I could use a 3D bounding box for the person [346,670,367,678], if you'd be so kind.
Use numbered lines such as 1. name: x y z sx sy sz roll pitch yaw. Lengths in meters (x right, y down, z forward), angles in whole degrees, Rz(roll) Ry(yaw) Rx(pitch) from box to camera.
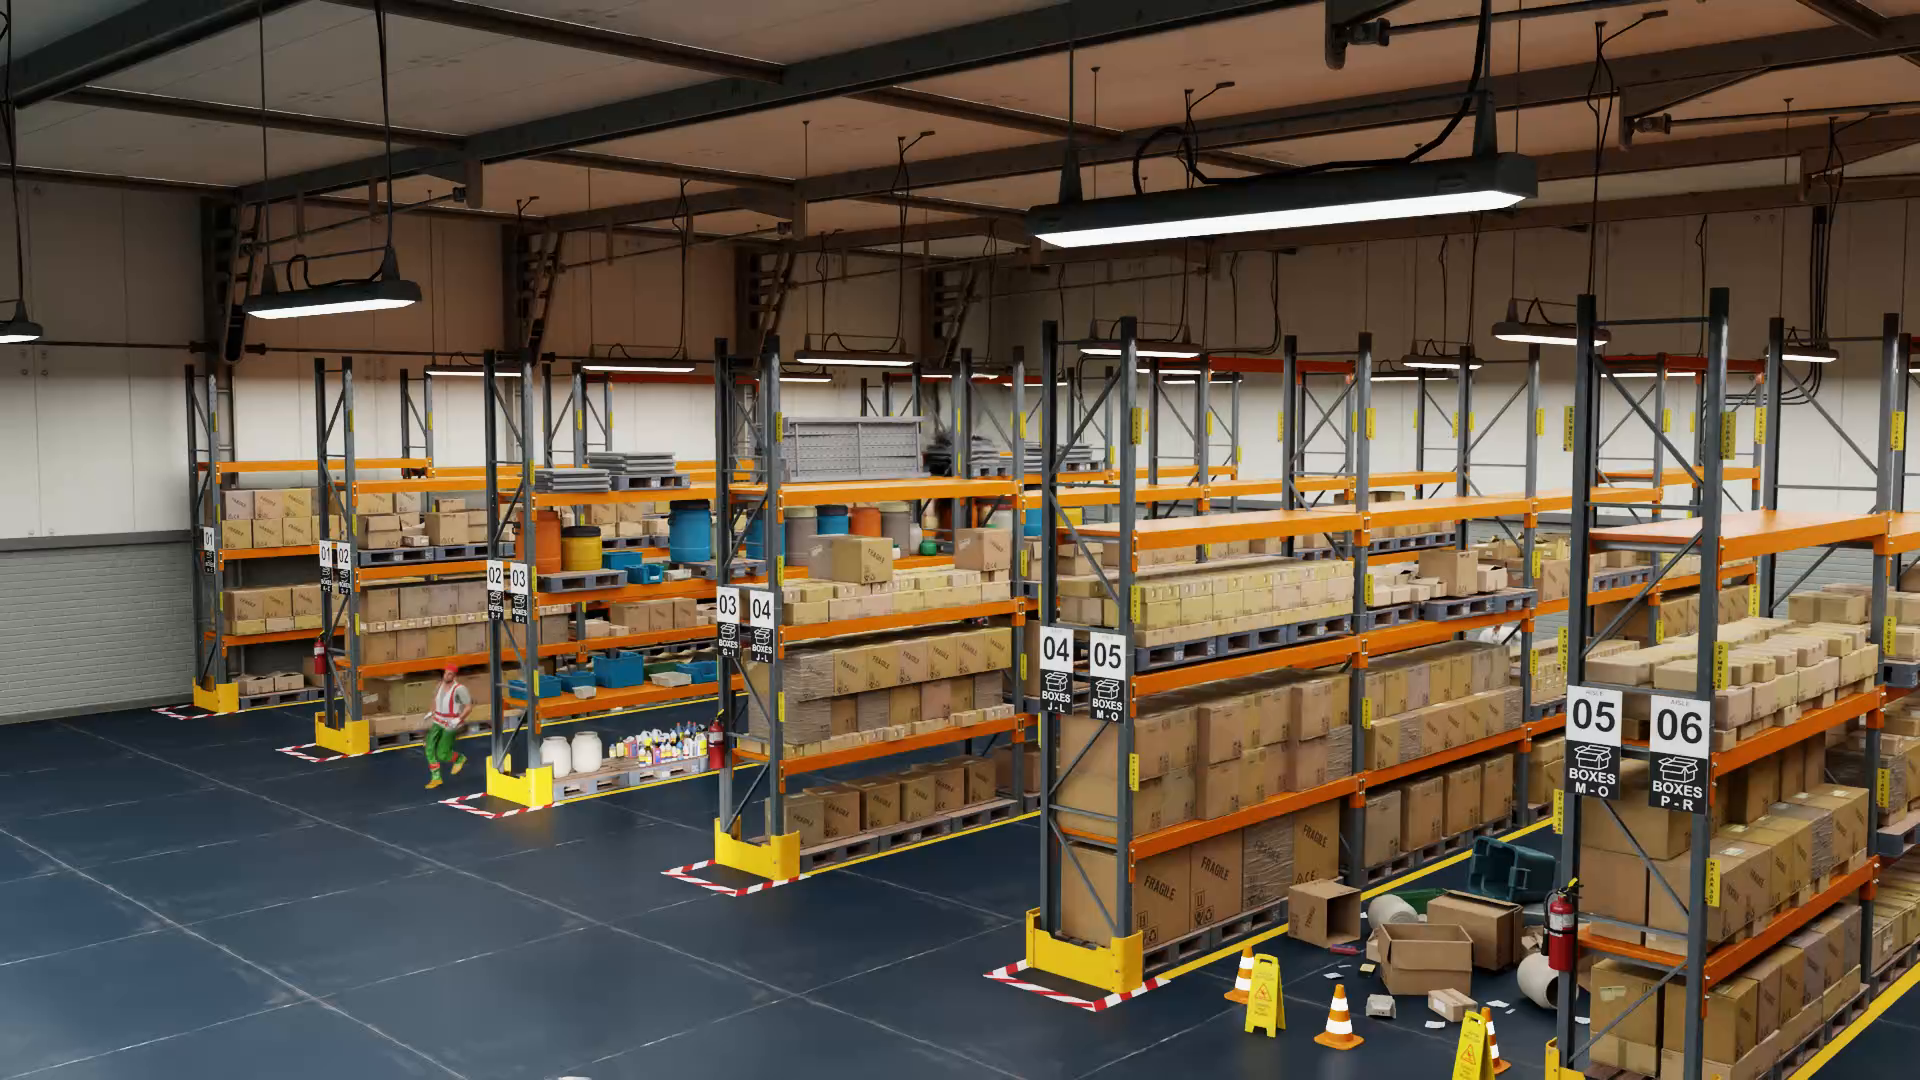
1. person: -9.872 1.864 27.410 0.609 0.850 0.400 3 6 37

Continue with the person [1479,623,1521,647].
1. person: 9.103 2.153 28.122 0.773 1.696 0.681 -4 6 -43

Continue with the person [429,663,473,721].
1. person: -7.076 2.088 22.934 0.703 0.798 0.280 2 5 27
